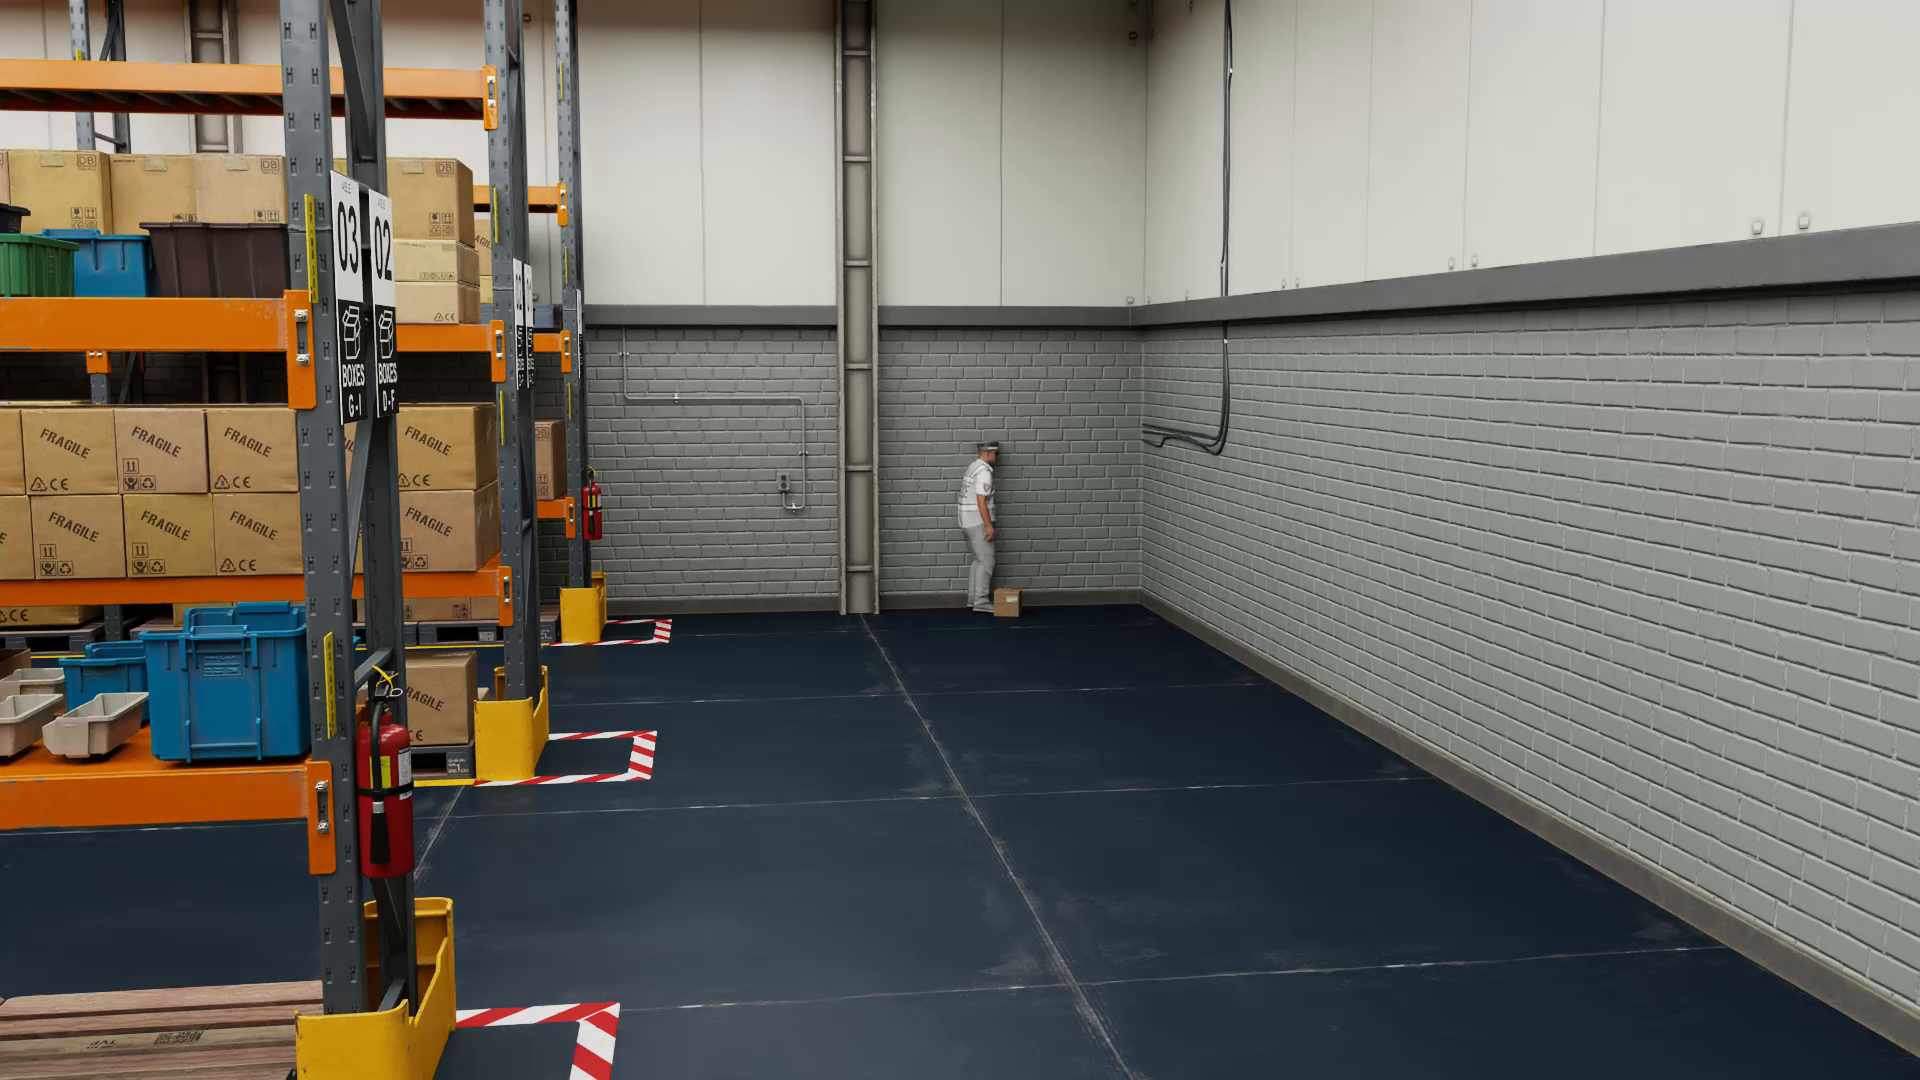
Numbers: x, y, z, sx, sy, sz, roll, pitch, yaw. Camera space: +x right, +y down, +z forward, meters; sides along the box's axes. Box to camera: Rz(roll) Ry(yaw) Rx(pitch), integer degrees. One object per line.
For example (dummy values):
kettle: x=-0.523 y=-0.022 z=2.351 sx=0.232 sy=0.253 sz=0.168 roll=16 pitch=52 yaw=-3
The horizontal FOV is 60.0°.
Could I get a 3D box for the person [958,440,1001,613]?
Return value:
person: x=0.207 y=-0.154 z=17.043 sx=0.435 sy=1.748 sz=0.592 roll=-1 pitch=7 yaw=-10
